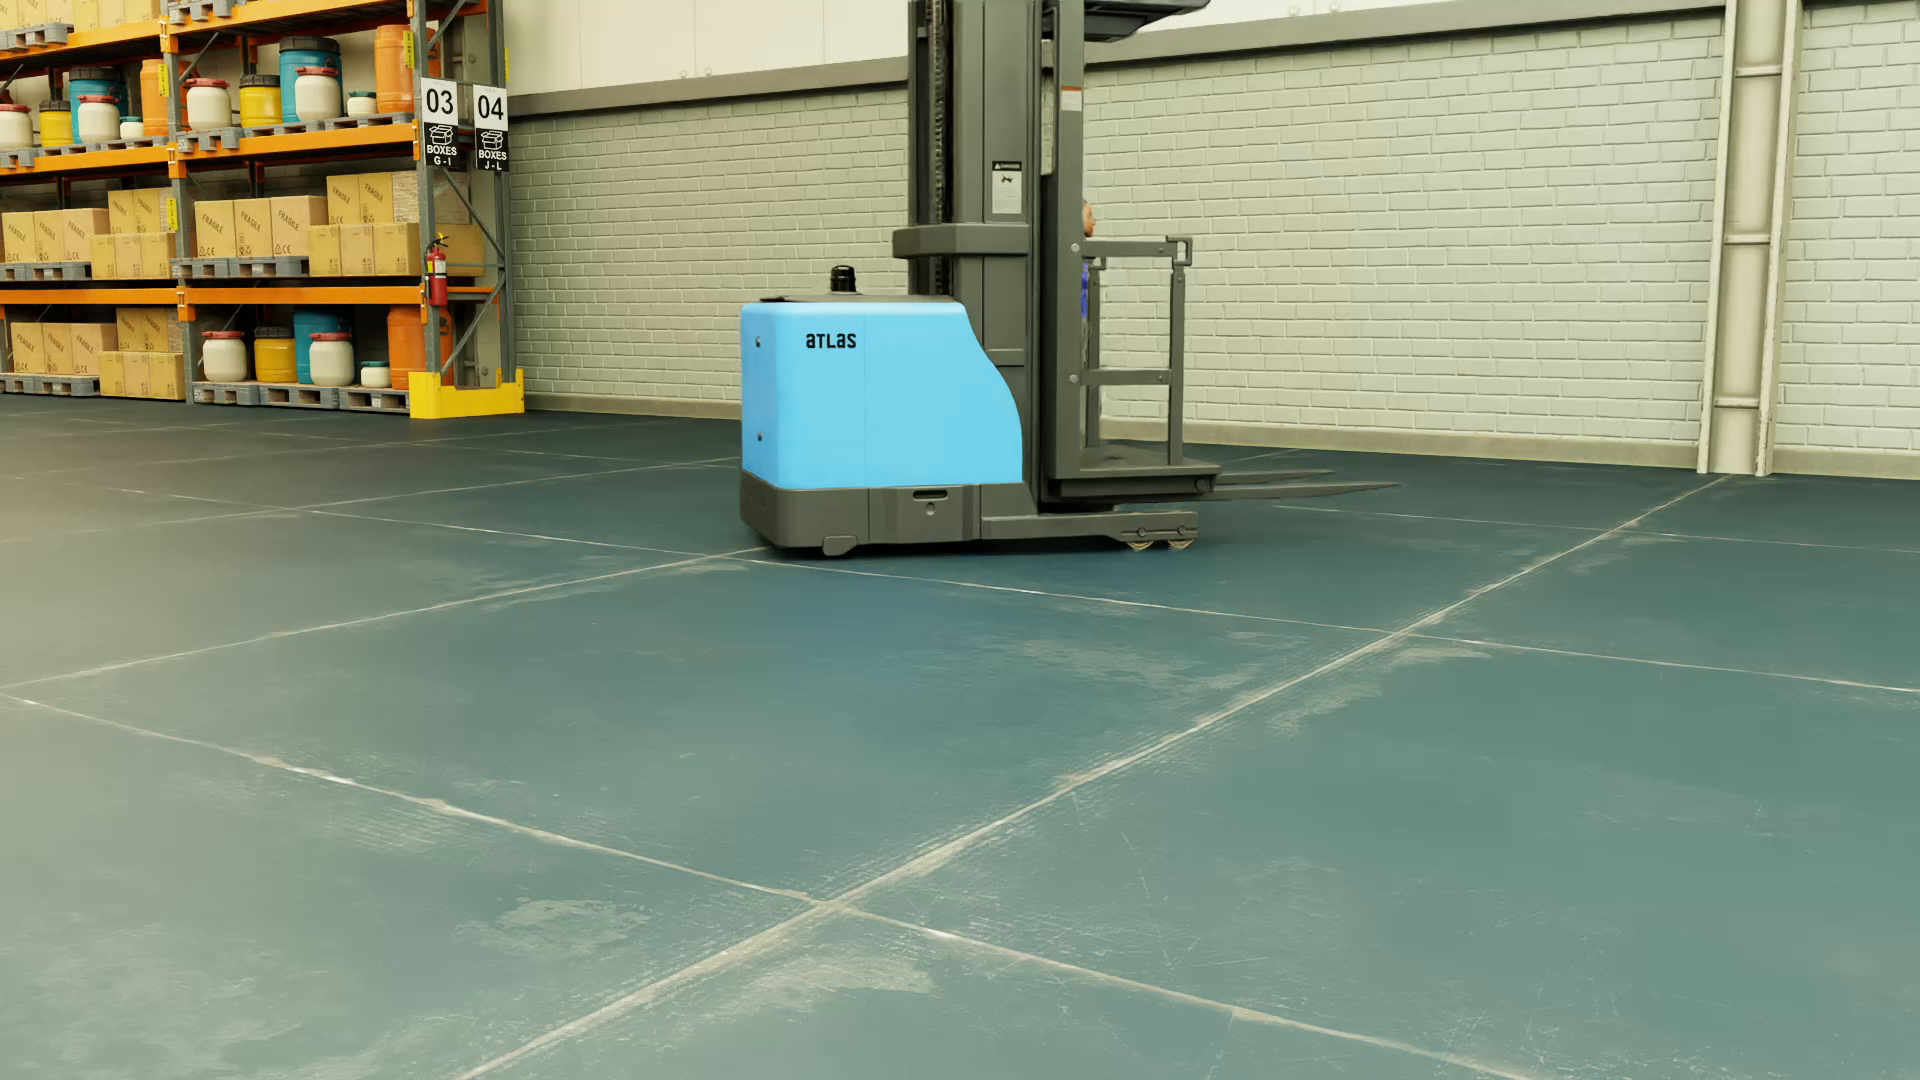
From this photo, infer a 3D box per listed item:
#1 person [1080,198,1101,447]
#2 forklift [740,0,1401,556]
[{"bbox_3d":[0.650,-1.039,9.044,0.393,1.654,0.592,2,8,13],"label":"person"},{"bbox_3d":[0.551,-1.479,7.591,3.031,2.935,1.130,-2,8,-17],"label":"forklift"}]
